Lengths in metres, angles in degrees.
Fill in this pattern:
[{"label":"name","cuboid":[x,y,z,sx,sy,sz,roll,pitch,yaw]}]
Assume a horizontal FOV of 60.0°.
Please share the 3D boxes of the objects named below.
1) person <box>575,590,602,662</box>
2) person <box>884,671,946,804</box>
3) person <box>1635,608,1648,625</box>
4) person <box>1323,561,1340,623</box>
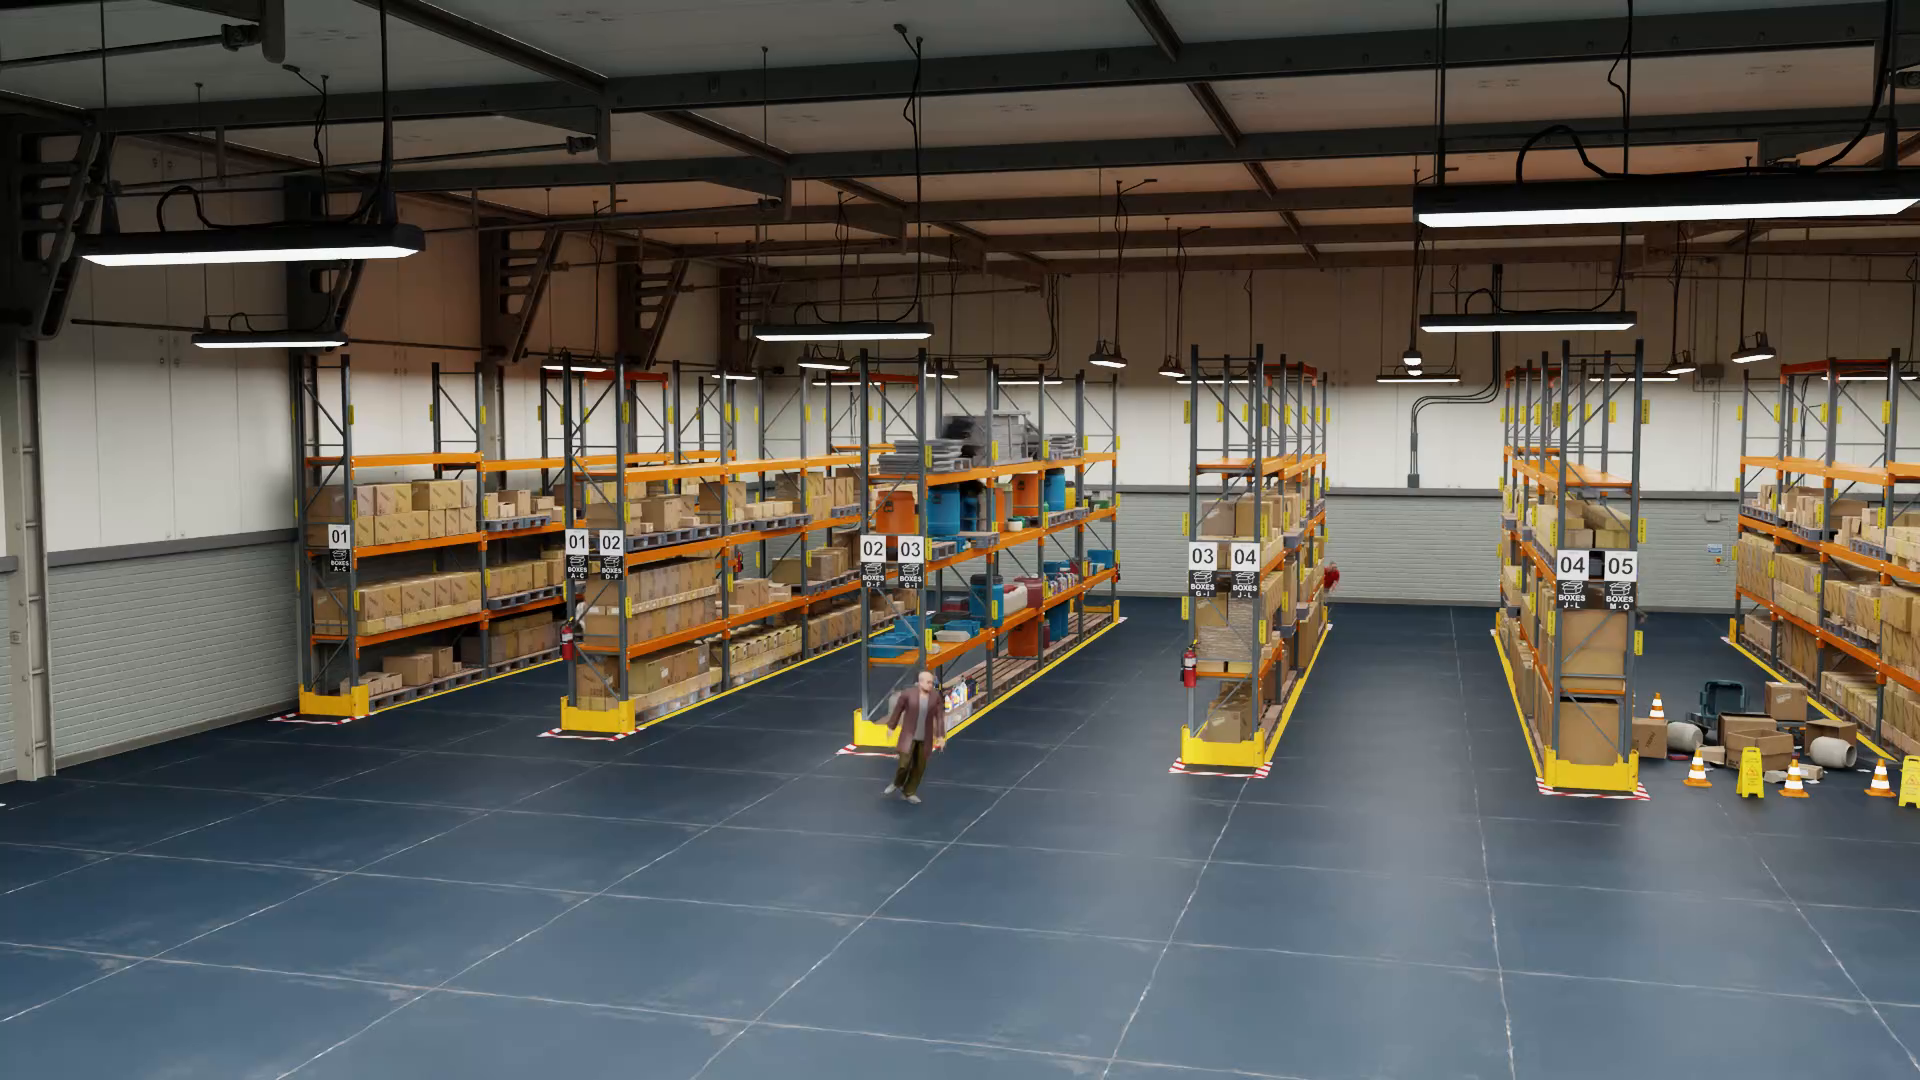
[{"label":"person","cuboid":[-7.333,1.751,32.954,0.604,1.575,0.718,-1,4,-9]},{"label":"person","cuboid":[-0.596,2.532,21.463,0.750,1.733,0.586,-1,4,-17]},{"label":"person","cuboid":[15.731,1.237,39.130,0.858,1.634,0.582,0,4,2]},{"label":"person","cuboid":[8.795,1.240,40.422,0.647,1.524,1.147,-1,5,-18]}]
